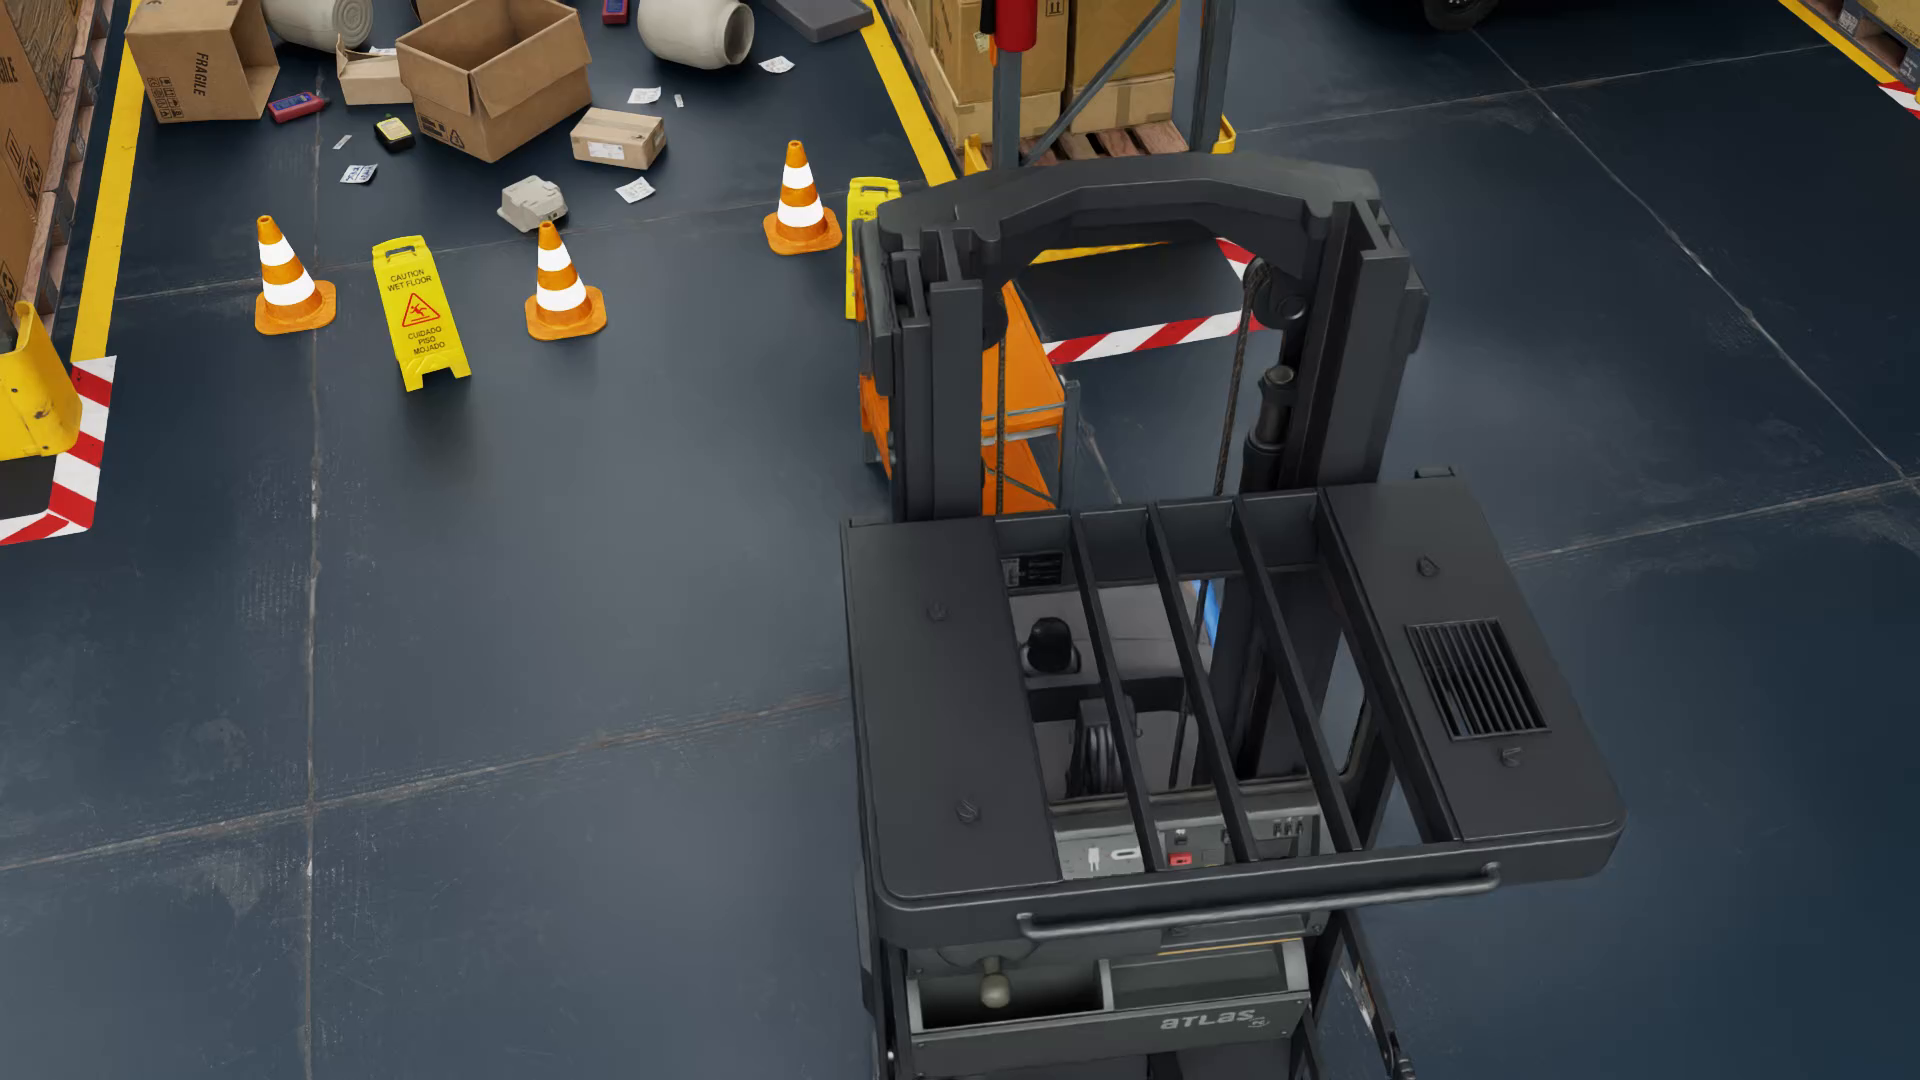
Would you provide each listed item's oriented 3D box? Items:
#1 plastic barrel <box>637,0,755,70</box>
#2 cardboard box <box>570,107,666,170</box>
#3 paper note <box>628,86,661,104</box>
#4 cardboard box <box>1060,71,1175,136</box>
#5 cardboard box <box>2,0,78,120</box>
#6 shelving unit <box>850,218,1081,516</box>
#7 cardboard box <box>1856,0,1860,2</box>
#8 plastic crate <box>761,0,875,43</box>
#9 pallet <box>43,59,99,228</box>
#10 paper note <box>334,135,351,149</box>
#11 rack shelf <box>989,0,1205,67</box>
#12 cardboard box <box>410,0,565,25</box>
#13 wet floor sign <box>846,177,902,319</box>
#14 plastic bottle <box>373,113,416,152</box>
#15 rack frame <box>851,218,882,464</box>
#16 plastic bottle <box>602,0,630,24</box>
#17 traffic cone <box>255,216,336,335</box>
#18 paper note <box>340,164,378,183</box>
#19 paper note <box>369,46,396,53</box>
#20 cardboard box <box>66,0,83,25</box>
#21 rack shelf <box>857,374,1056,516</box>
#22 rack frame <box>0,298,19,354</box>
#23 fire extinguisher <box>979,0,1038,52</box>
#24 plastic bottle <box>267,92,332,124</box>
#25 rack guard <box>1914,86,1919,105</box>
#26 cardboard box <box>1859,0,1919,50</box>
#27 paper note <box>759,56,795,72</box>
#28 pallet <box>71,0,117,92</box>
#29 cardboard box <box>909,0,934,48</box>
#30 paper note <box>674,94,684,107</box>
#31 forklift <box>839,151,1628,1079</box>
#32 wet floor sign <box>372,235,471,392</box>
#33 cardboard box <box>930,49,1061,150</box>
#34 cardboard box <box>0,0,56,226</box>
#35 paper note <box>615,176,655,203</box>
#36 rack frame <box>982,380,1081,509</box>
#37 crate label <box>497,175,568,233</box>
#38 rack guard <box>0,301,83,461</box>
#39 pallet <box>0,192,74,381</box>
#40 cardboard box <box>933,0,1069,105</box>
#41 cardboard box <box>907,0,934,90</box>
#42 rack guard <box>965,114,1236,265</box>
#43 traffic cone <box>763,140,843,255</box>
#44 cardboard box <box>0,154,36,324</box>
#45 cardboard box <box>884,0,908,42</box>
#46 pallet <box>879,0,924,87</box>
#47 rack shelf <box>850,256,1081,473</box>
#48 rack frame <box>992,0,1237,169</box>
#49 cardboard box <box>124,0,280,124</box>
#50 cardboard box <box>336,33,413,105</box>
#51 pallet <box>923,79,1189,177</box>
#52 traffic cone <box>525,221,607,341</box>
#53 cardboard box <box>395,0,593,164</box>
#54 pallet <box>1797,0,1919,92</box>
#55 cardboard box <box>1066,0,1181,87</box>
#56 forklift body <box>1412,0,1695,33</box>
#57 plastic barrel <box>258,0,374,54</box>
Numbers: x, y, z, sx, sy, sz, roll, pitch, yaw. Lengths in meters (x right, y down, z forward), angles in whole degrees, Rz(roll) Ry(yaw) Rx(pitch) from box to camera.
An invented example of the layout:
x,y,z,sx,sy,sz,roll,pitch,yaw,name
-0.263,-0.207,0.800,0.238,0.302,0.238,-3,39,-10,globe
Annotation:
x,y,z,sx,sy,sz,roll,pitch,yaw,name
-1.357,-2.654,8.554,0.512,0.421,0.421,19,48,17,plastic barrel
-1.653,-1.943,8.050,0.380,0.149,0.250,11,47,11,cardboard box
-1.604,-2.265,8.457,0.148,0.019,0.142,4,46,4,paper note
0.696,-2.198,7.935,0.500,0.250,0.500,-11,47,-11,cardboard box
-4.820,-2.528,7.820,0.875,0.875,0.875,-10,46,-10,cardboard box
-0.002,-0.398,5.853,0.538,1.125,1.048,-11,47,-10,shelving unit
4.888,-3.113,8.831,0.500,0.250,0.500,-11,47,-10,cardboard box
-0.780,-2.912,9.048,0.402,0.080,0.583,-26,51,-24,plastic crate
-4.713,-1.834,7.899,1.003,0.211,1.213,-11,47,-10,pallet
-3.030,-1.952,8.156,0.032,0.001,0.123,11,47,11,paper note
0.123,-3.535,8.118,1.077,0.370,4.000,-11,47,-10,rack shelf
-2.509,-2.974,8.717,0.797,0.637,0.503,-11,47,-10,cardboard box
-0.351,-1.255,7.028,0.267,0.644,0.232,4,46,4,wet floor sign
-2.794,-2.009,8.176,0.133,0.061,0.283,-26,51,-24,plastic bottle
-0.132,-0.749,6.197,0.500,1.125,0.032,-11,47,-10,rack frame
-1.872,-2.905,9.054,0.133,0.061,0.283,-3,46,-3,plastic bottle
-2.887,-1.170,7.072,0.336,0.463,0.334,-11,47,-10,traffic cone
-2.874,-1.756,7.950,0.144,0.017,0.142,4,46,4,paper note
-3.032,-2.548,8.731,0.172,0.023,0.155,4,46,4,paper note
-5.055,-3.149,8.430,0.875,0.875,0.875,-10,46,-10,cardboard box
-0.002,-0.227,6.027,0.538,0.278,1.000,-11,47,-10,rack shelf
-4.124,-1.431,5.552,1.000,3.000,0.127,-11,47,-10,rack frame
0.219,-2.216,6.375,0.296,0.674,0.183,-11,47,-10,fire extinguisher
-3.312,-2.182,8.345,0.283,0.061,0.133,-26,51,-24,plastic bottle
5.438,-2.425,8.276,1.175,0.500,0.348,-11,47,-10,rack guard
5.007,-2.767,8.493,0.500,0.250,0.500,-10,46,-10,cardboard box
-0.951,-2.478,8.658,0.142,0.019,0.148,-26,51,-24,paper note
-5.029,-2.678,8.726,1.003,0.211,1.213,-11,47,-10,pallet
0.041,-2.718,7.920,0.500,0.500,0.500,-9,46,-9,cardboard box
-1.424,-2.226,8.425,0.032,0.001,0.123,-11,47,-10,paper note
0.370,0.852,3.363,1.130,2.935,3.031,-5,46,-5,forklift
-2.203,-0.949,6.729,0.267,0.644,0.232,-18,48,-17,wet floor sign
0.162,-2.116,7.855,0.500,0.250,0.500,-11,47,-11,cardboard box
-4.589,-1.898,7.203,0.875,0.875,0.875,-11,47,-11,cardboard box
-1.531,-1.656,7.851,0.148,0.019,0.142,-26,51,-24,paper note
0.128,-0.047,5.509,0.500,1.125,0.032,-11,47,-10,rack frame
-1.969,-1.559,7.682,0.250,0.136,0.298,-35,55,-30,crate label
-4.118,-0.540,6.429,1.175,0.500,0.348,-11,47,-10,rack guard
-4.405,-0.993,7.075,1.003,0.211,1.213,-11,47,-10,pallet
0.178,-2.359,7.567,0.500,0.500,0.500,-10,46,-10,cardboard box
0.043,-2.459,8.190,0.500,0.250,0.500,-11,47,-10,cardboard box
0.615,-1.584,7.452,1.175,0.500,0.348,-11,47,-10,rack guard
-0.722,-1.579,7.474,0.336,0.463,0.334,-11,47,-10,traffic cone
-4.362,-1.291,6.608,0.875,0.875,0.875,-10,47,-10,cardboard box
-0.096,-2.819,8.544,0.500,0.250,0.500,-12,47,-12,cardboard box
0.133,-2.891,8.935,1.003,0.211,1.213,-11,47,-10,pallet
-0.002,-0.603,5.644,0.538,0.278,1.000,-11,47,-10,rack shelf
0.635,-2.406,6.508,1.000,3.000,0.127,-11,47,-10,rack frame
-3.759,-2.435,8.284,0.500,0.500,0.500,-3,46,-3,cardboard box
-2.928,-2.386,8.402,0.396,0.266,0.258,-3,46,-3,cardboard box
0.442,-2.050,8.111,1.003,0.211,1.213,-11,47,-10,pallet
-1.708,-1.141,7.045,0.336,0.463,0.334,-11,47,-10,traffic cone
-2.262,-2.282,8.134,0.637,0.503,0.797,27,51,24,cardboard box
5.196,-2.861,8.906,1.003,0.211,1.213,-11,47,-10,pallet
0.689,-2.477,7.683,0.500,0.500,0.500,-12,47,-12,cardboard box
3.183,-3.995,8.659,2.313,2.155,1.214,-11,47,-10,forklift body
-3.375,-2.788,8.686,0.512,0.421,0.421,19,48,17,plastic barrel
